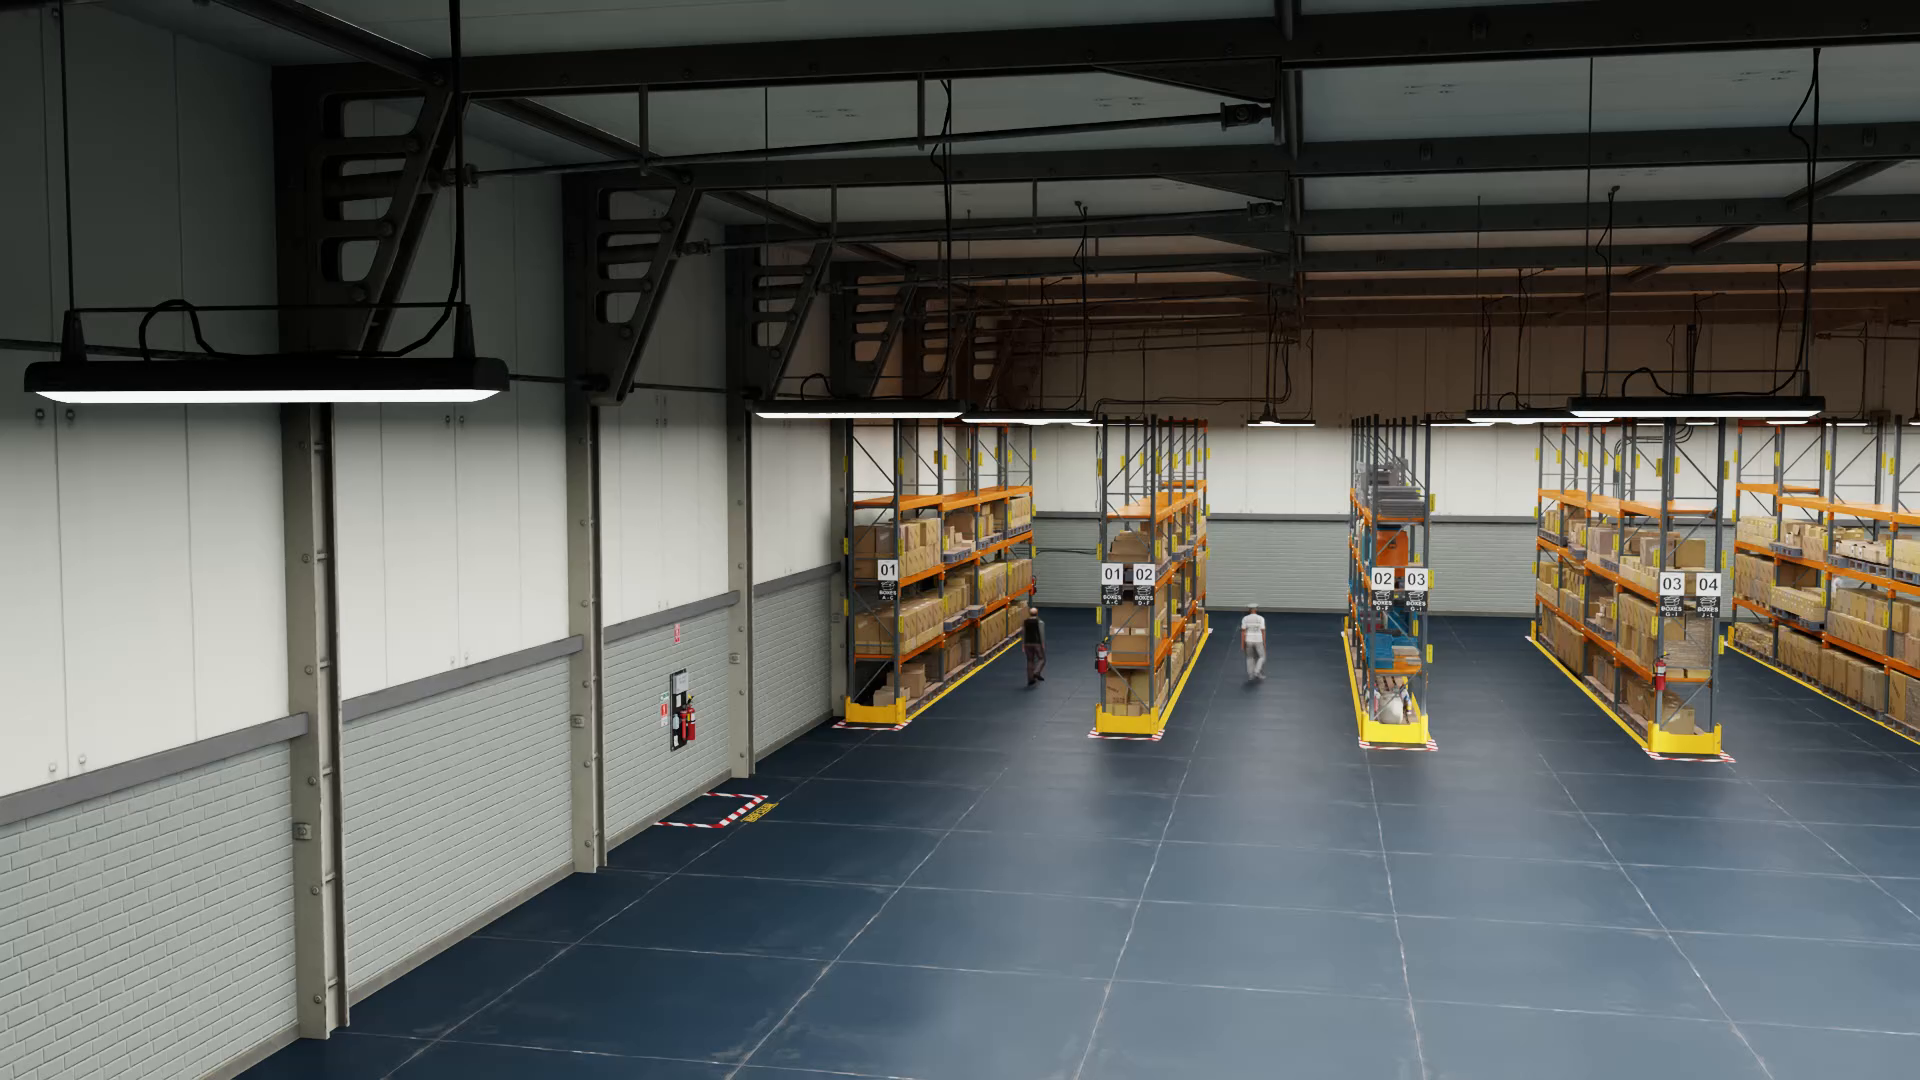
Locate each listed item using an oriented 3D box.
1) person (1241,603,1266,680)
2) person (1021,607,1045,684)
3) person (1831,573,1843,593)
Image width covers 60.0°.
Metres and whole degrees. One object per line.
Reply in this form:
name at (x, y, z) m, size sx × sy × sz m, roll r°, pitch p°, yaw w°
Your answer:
person at (6.687, 2.329, 37.863) m, size 0.585 × 1.756 × 0.562 m, roll 1°, pitch 4°, yaw 17°
person at (1.641, 2.411, 37.360) m, size 0.566 × 1.630 × 0.478 m, roll 2°, pitch 4°, yaw 23°
person at (24.933, 1.673, 47.332) m, size 0.711 × 1.775 × 0.535 m, roll 0°, pitch 4°, yaw -2°
